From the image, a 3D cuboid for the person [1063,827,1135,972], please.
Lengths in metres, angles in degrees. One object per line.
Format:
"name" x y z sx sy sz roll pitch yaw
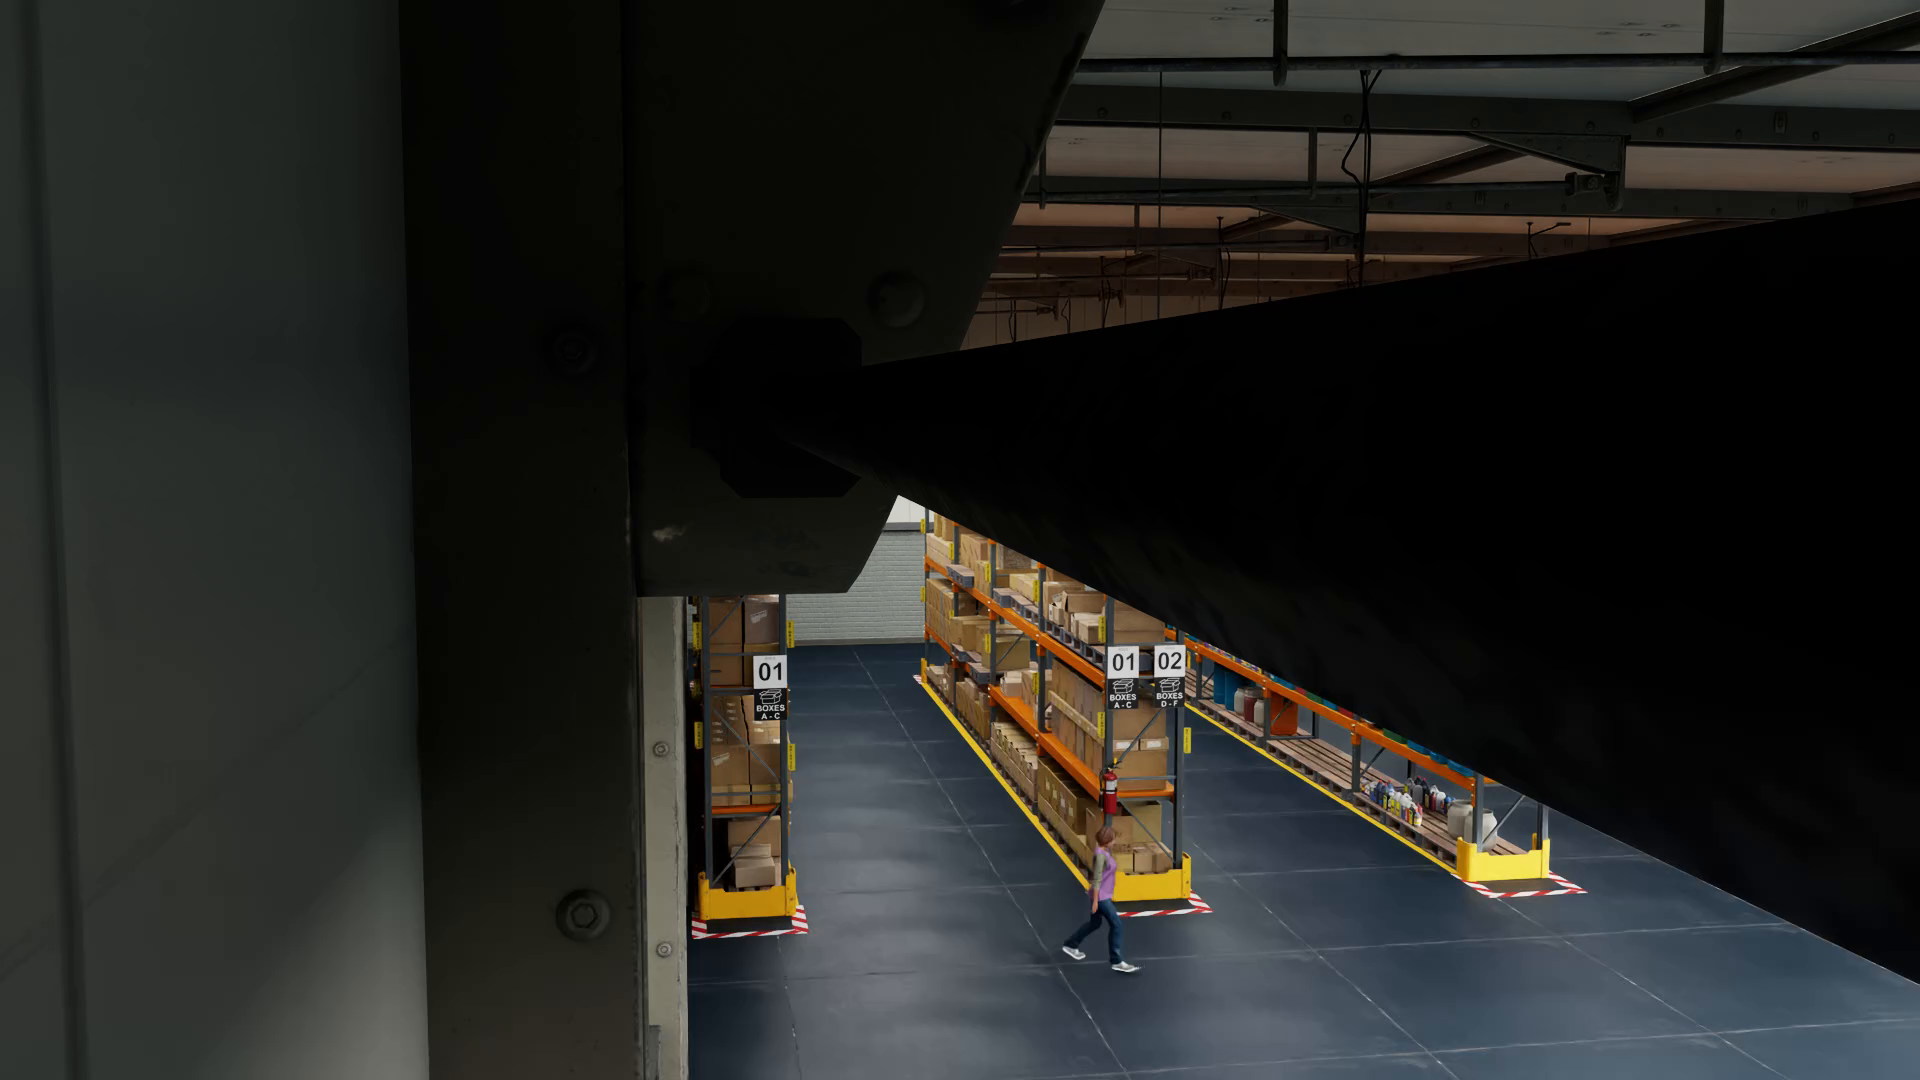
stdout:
"person" 1.532 3.934 18.352 0.791 1.564 0.429 0 5 3
